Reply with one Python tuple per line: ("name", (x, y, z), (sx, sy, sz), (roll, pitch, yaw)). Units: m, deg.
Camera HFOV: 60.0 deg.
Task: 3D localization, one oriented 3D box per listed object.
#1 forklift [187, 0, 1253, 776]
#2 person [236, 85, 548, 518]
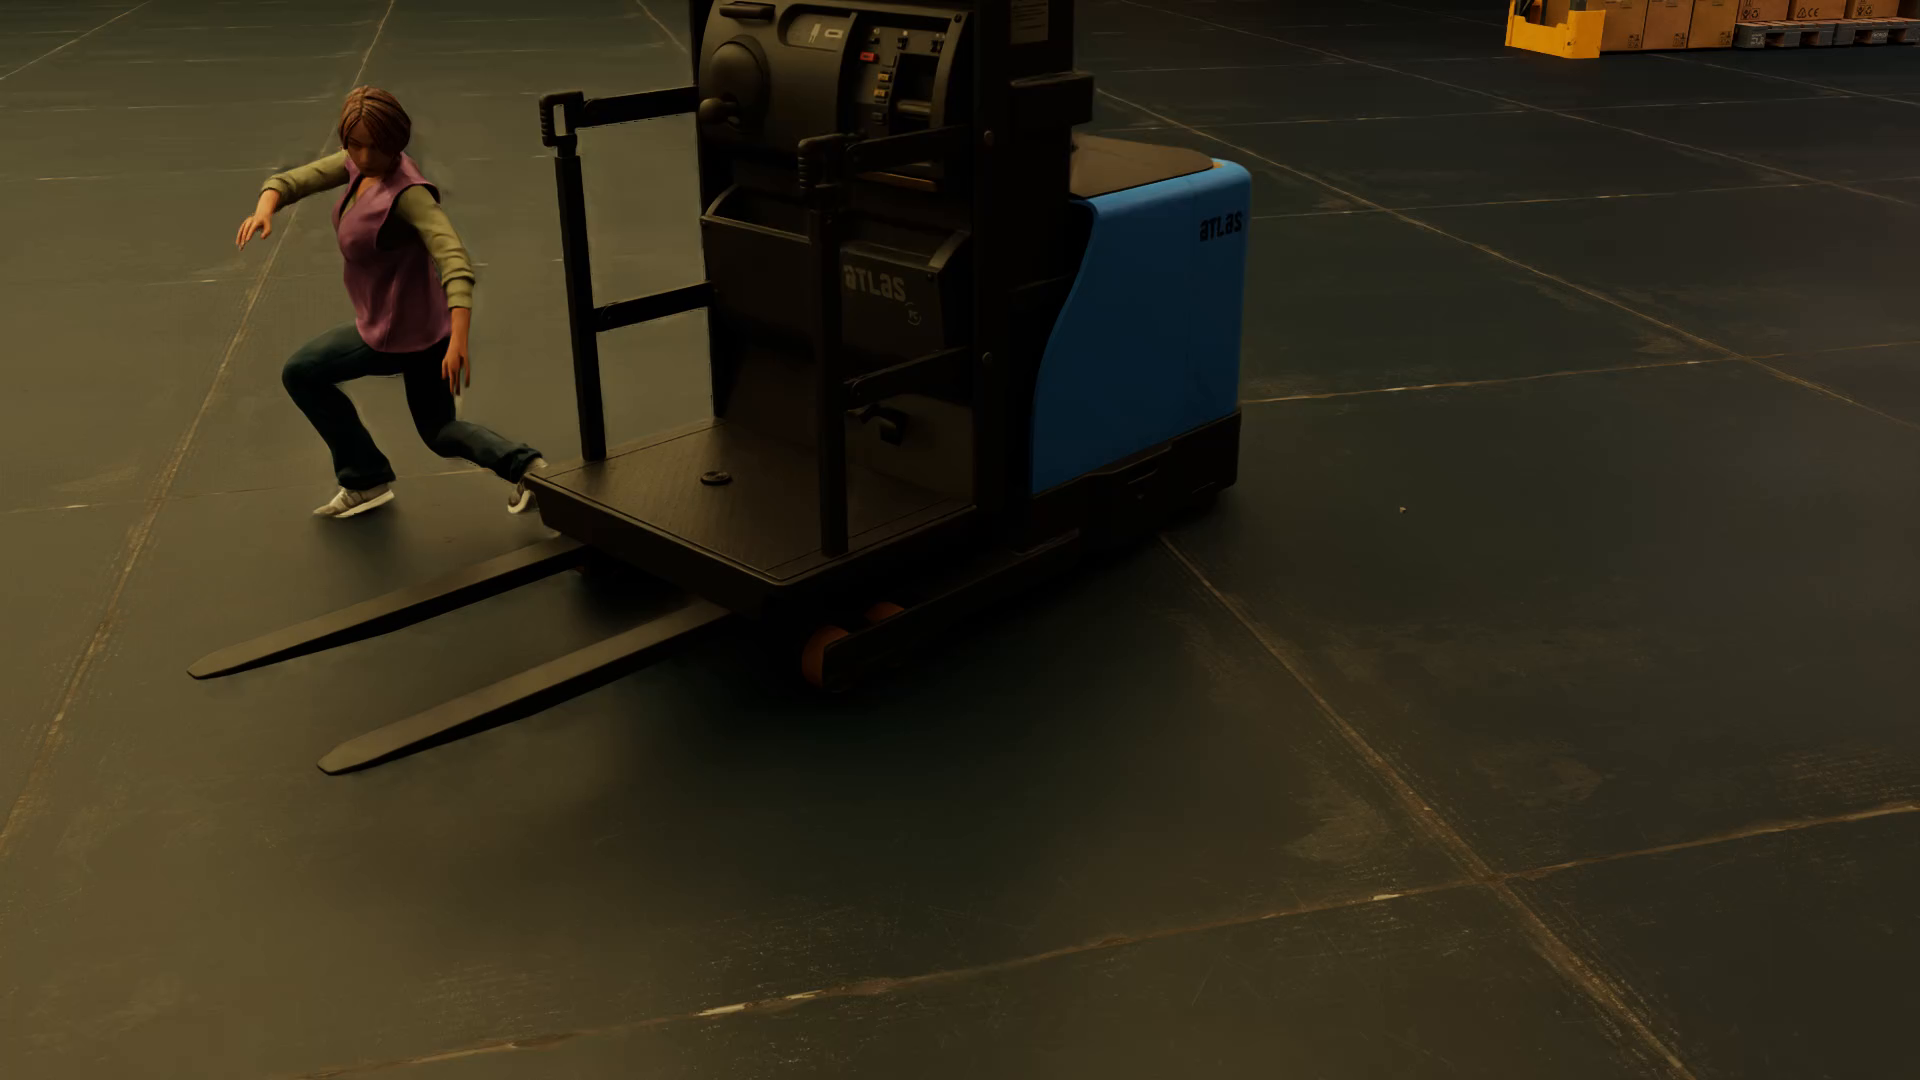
("forklift", (-0.485, -1.191, 4.109), (1.130, 2.935, 3.031), (20, 30, 39))
("person", (-1.646, -0.613, 4.859), (0.867, 1.362, 0.632), (1, 23, 3))
